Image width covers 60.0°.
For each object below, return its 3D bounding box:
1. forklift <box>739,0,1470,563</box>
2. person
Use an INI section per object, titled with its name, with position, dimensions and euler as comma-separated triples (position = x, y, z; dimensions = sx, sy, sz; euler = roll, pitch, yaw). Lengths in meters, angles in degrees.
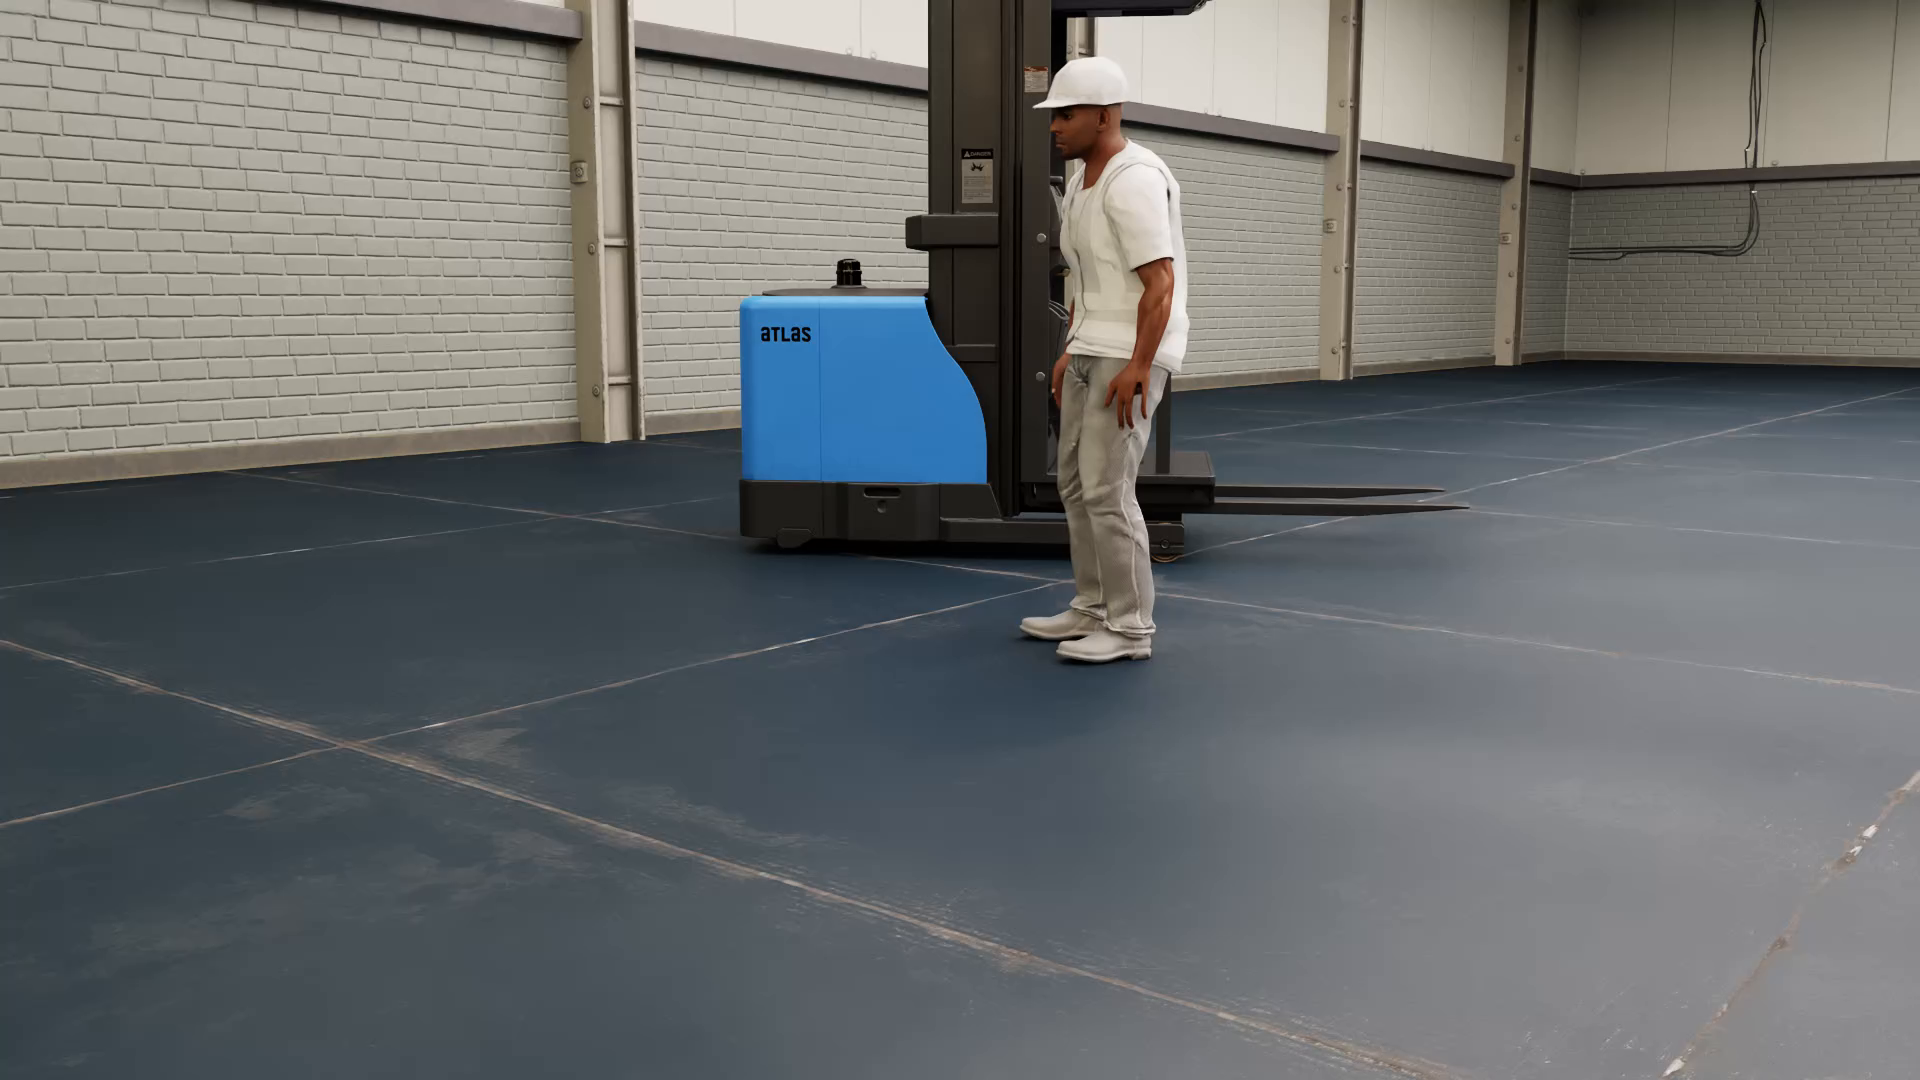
[forklift]
position = 0.620, -1.439, 7.118
dimensions = 3.031, 2.935, 1.130
euler = 1, 8, 7
[person]
position = 0.428, -0.529, 4.957
dimensions = 0.460, 1.759, 0.629
euler = -2, 9, -15
